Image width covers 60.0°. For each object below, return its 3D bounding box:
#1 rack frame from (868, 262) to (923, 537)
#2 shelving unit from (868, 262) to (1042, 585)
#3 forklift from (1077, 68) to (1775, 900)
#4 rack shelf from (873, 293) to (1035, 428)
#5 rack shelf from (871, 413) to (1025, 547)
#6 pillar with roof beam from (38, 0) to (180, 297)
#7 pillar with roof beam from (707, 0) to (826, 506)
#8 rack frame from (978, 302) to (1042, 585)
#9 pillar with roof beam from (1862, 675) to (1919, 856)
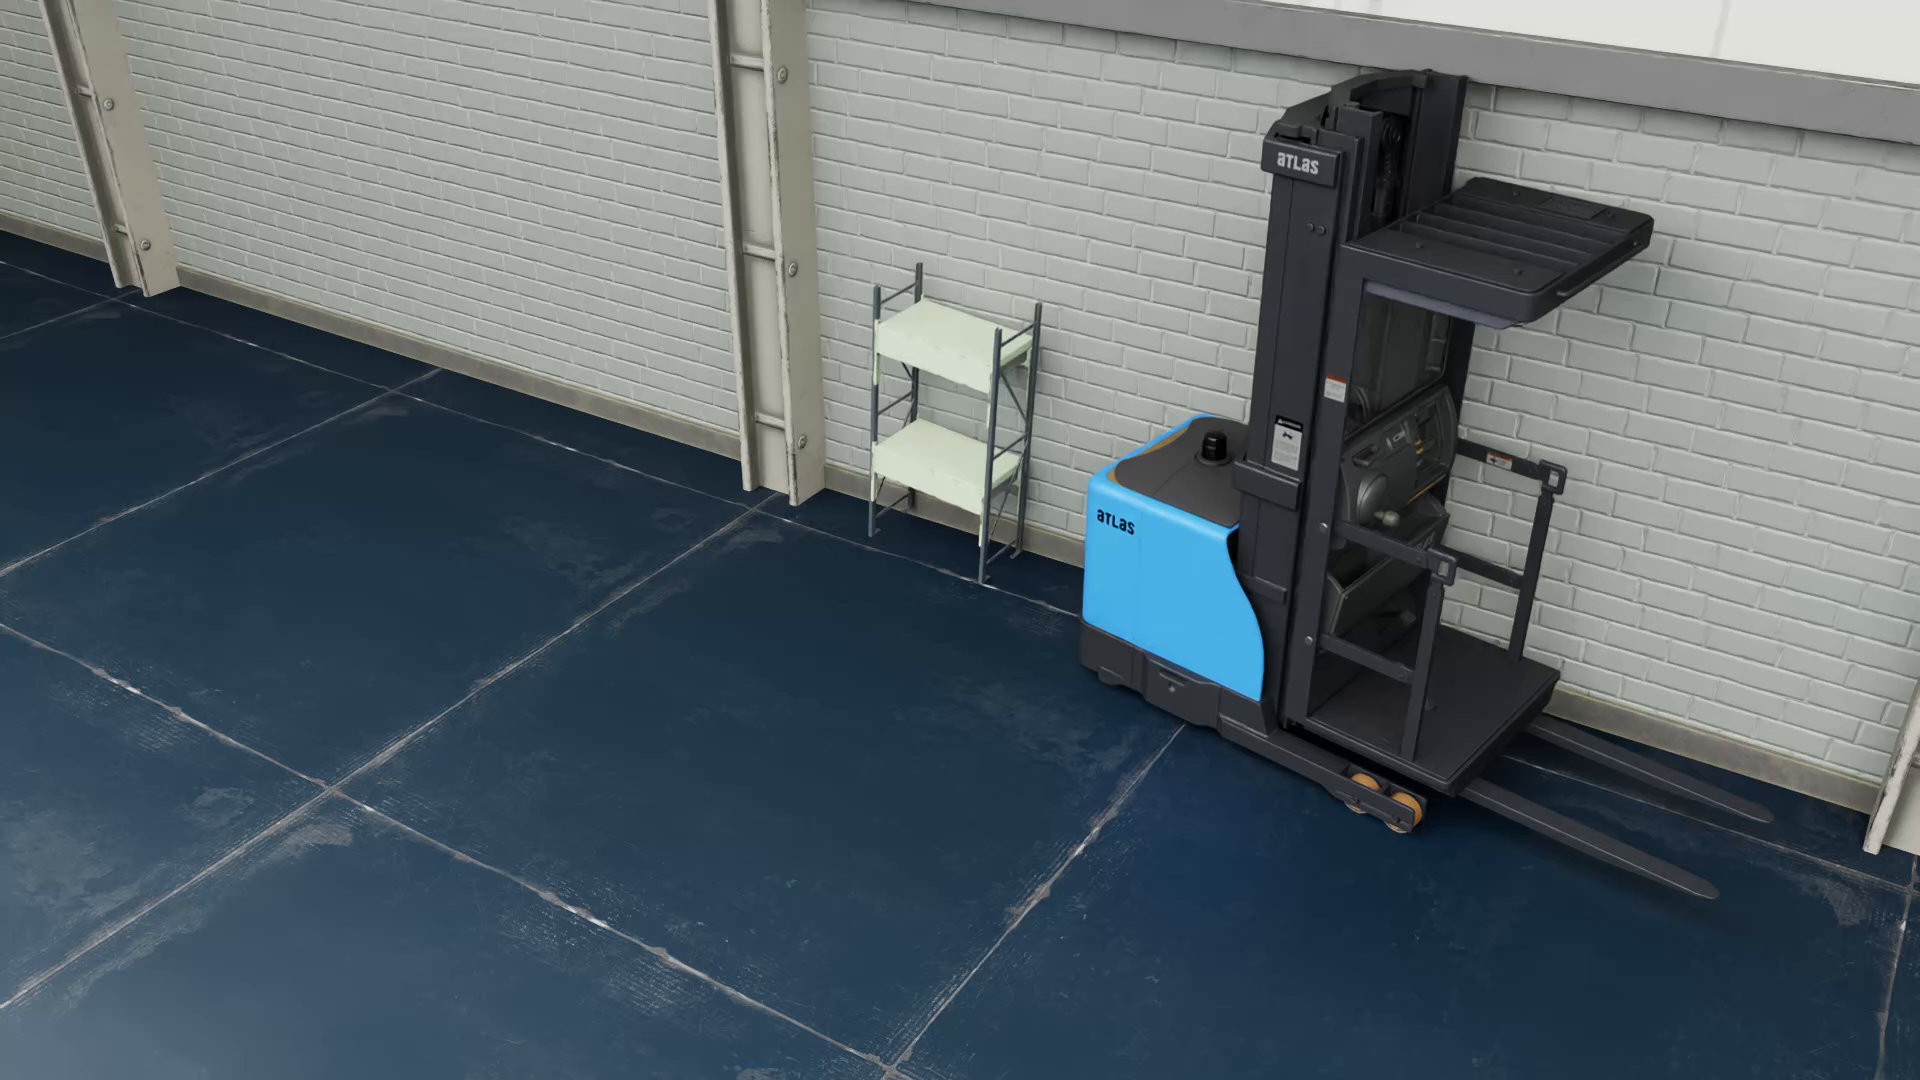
[{"bbox_3d":[-0.348,-0.729,8.898,0.023,1.500,0.400,23,38,27],"label":"rack frame"},{"bbox_3d":[-0.047,-0.602,8.733,0.755,1.500,0.431,23,38,27],"label":"shelving unit"},{"bbox_3d":[2.008,-0.316,6.883,3.031,2.935,1.130,24,38,35],"label":"forklift"},{"bbox_3d":[-0.029,-0.927,8.517,0.720,0.370,0.431,23,38,27],"label":"rack shelf"},{"bbox_3d":[-0.063,-0.331,8.914,0.720,0.370,0.431,23,38,27],"label":"rack shelf"},{"bbox_3d":[-8.398,-3.969,7.124,0.400,9.000,9.100,18,35,27],"label":"pillar with roof beam"},{"bbox_3d":[-3.316,-2.362,4.369,0.400,9.000,9.100,18,35,27],"label":"pillar with roof beam"},{"bbox_3d":[0.254,-0.476,8.569,0.023,1.500,0.400,23,38,27],"label":"rack frame"},{"bbox_3d":[1.766,-0.755,1.613,0.400,9.000,9.100,18,35,27],"label":"pillar with roof beam"}]
